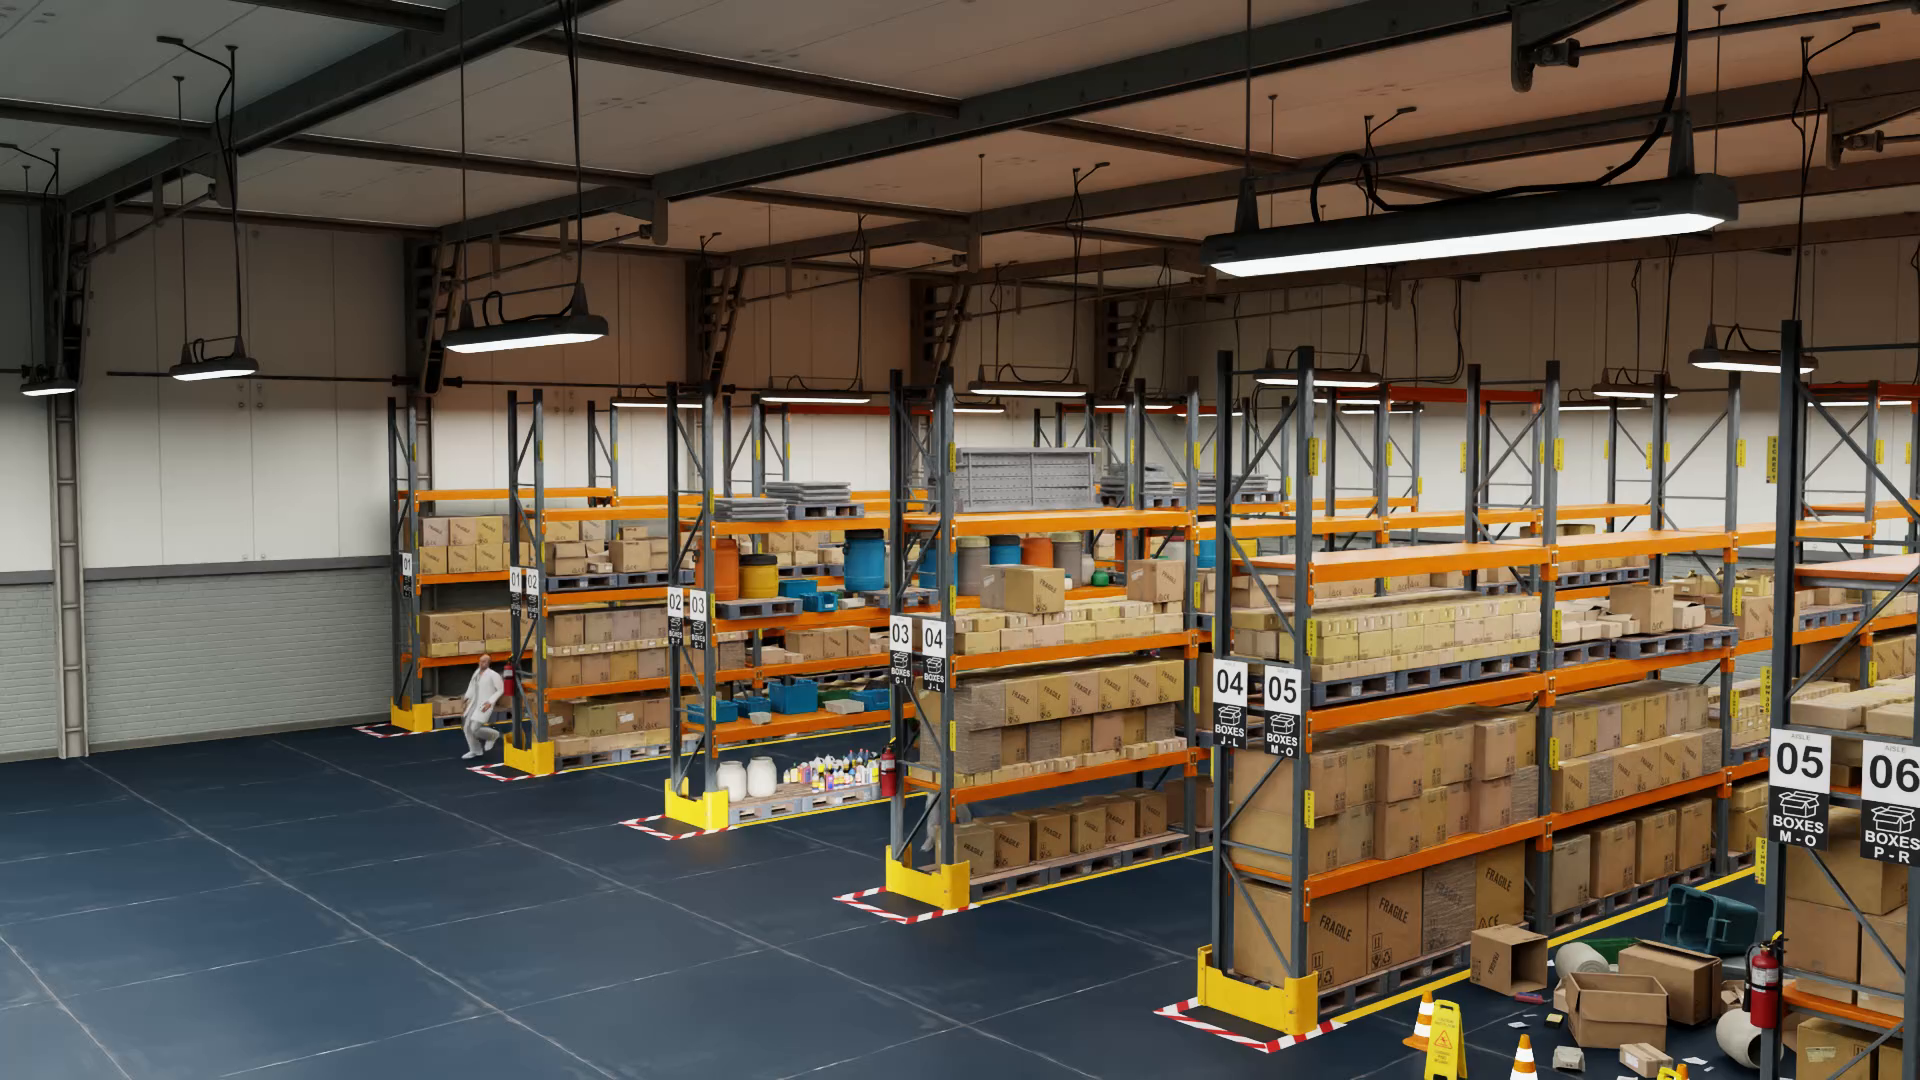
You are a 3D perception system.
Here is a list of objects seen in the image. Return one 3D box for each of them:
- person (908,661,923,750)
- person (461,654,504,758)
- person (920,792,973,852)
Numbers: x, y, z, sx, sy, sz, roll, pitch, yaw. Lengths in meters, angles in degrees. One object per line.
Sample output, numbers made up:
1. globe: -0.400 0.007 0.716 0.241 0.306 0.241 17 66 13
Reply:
1. person: -0.651 2.641 27.799 0.641 1.775 0.690 2 4 36
2. person: -7.803 2.727 27.292 0.759 1.721 0.608 2 4 35
3. person: -0.128 3.036 21.180 0.652 1.834 0.791 3 5 45
